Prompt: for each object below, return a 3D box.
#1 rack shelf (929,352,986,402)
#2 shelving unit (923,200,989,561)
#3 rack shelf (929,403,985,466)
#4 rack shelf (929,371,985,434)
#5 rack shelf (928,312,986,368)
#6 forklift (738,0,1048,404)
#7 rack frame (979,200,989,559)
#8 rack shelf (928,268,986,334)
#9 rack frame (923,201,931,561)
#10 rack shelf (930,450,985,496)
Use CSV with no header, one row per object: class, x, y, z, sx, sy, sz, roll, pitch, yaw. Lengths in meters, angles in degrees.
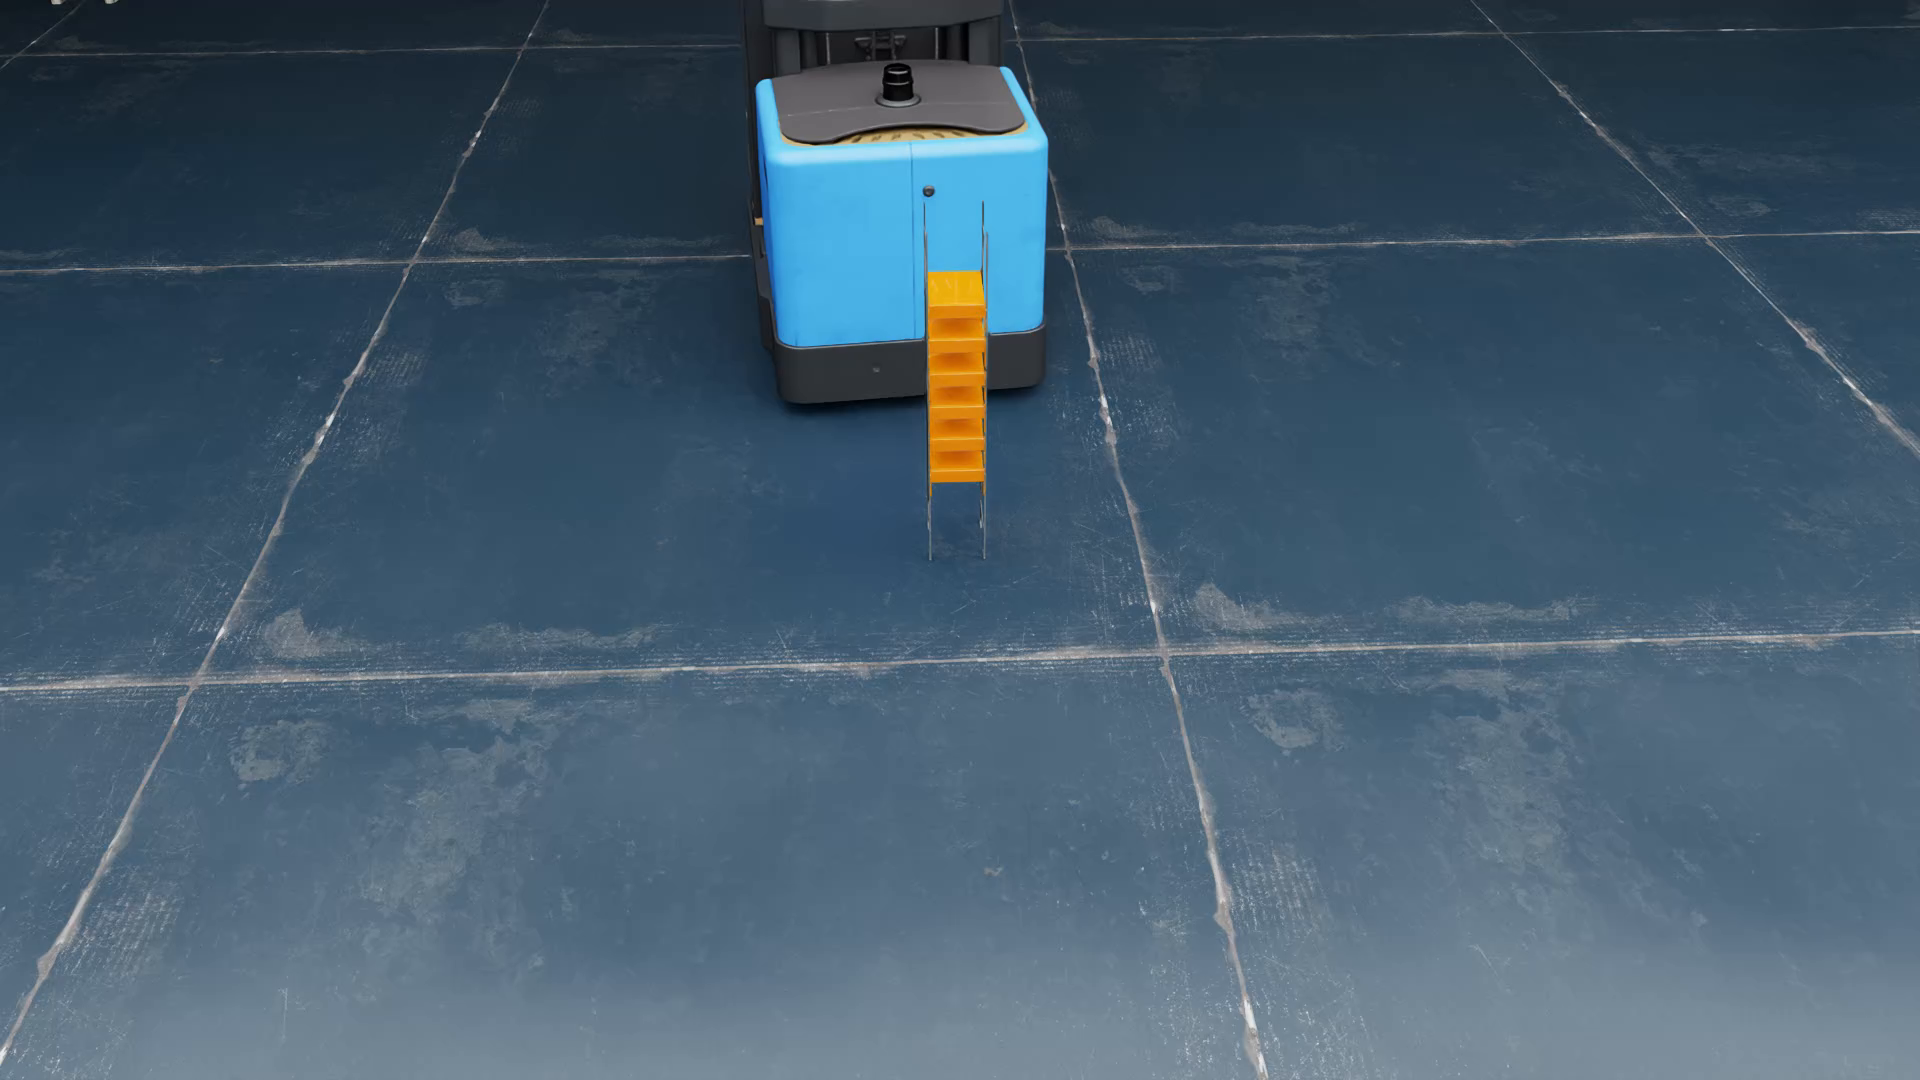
rack shelf,-0.014,-0.555,5.365,0.180,0.103,0.258,-2,35,-2
shelving unit,-0.014,-0.493,5.408,0.189,1.200,0.258,-2,35,-2
rack shelf,-0.014,-0.358,5.502,0.180,0.103,0.258,-2,35,-2
rack shelf,-0.014,-0.456,5.433,0.180,0.103,0.258,-2,35,-2
rack shelf,-0.014,-0.654,5.297,0.180,0.103,0.258,-2,35,-2
forklift,-0.400,-2.555,6.866,1.130,2.935,3.031,-5,35,-7
rack frame,0.077,-0.495,5.412,0.006,1.200,0.240,-2,35,-2
rack shelf,-0.014,-0.752,5.228,0.180,0.103,0.258,-2,35,-2
rack frame,-0.106,-0.491,5.404,0.006,1.200,0.240,-2,35,-2
rack shelf,-0.014,-0.259,5.570,0.180,0.103,0.258,-2,35,-2
